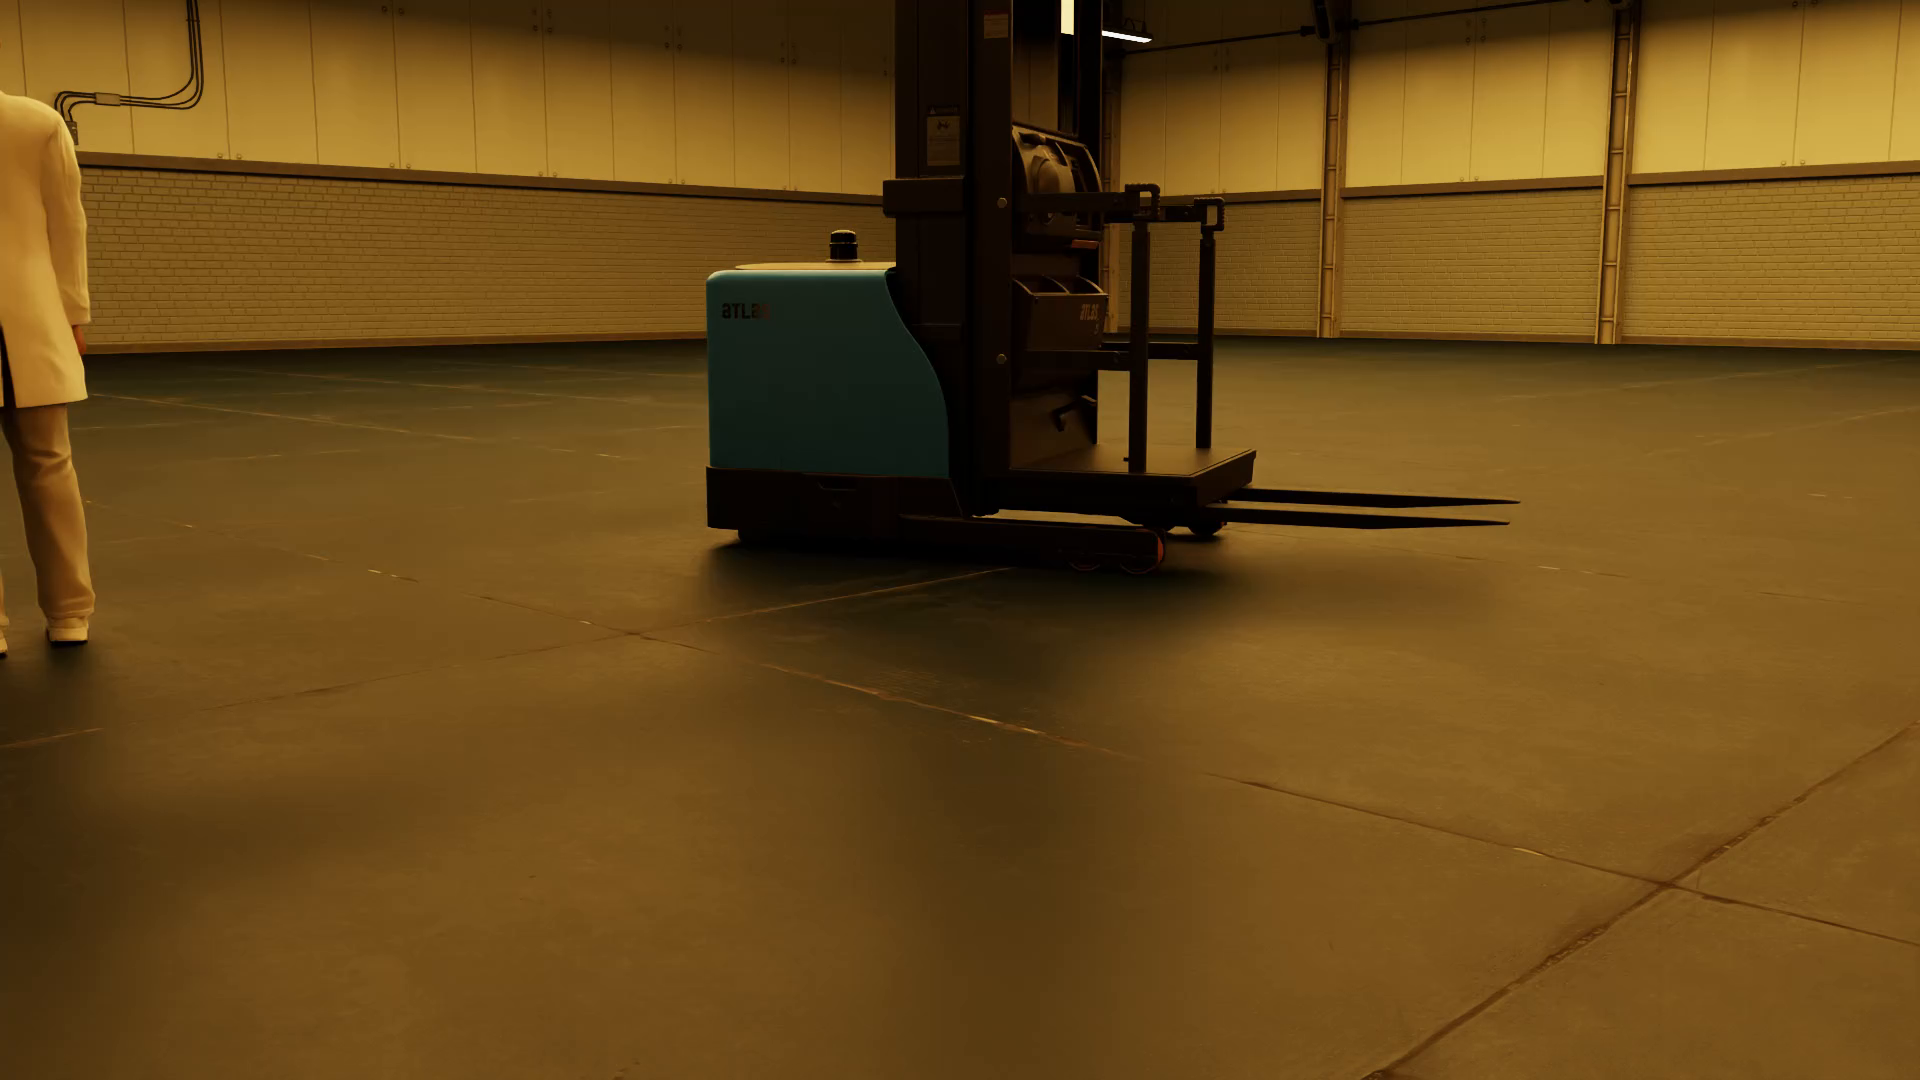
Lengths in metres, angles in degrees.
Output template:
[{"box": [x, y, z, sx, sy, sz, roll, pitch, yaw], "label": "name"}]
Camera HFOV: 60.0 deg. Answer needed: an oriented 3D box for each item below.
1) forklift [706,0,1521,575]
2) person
[{"box": [0.565, -1.416, 6.275, 3.031, 2.935, 1.130, 3, 9, 22], "label": "forklift"}, {"box": [-2.722, -0.583, 4.607, 0.392, 1.782, 0.551, 8, 12, 43], "label": "person"}]
